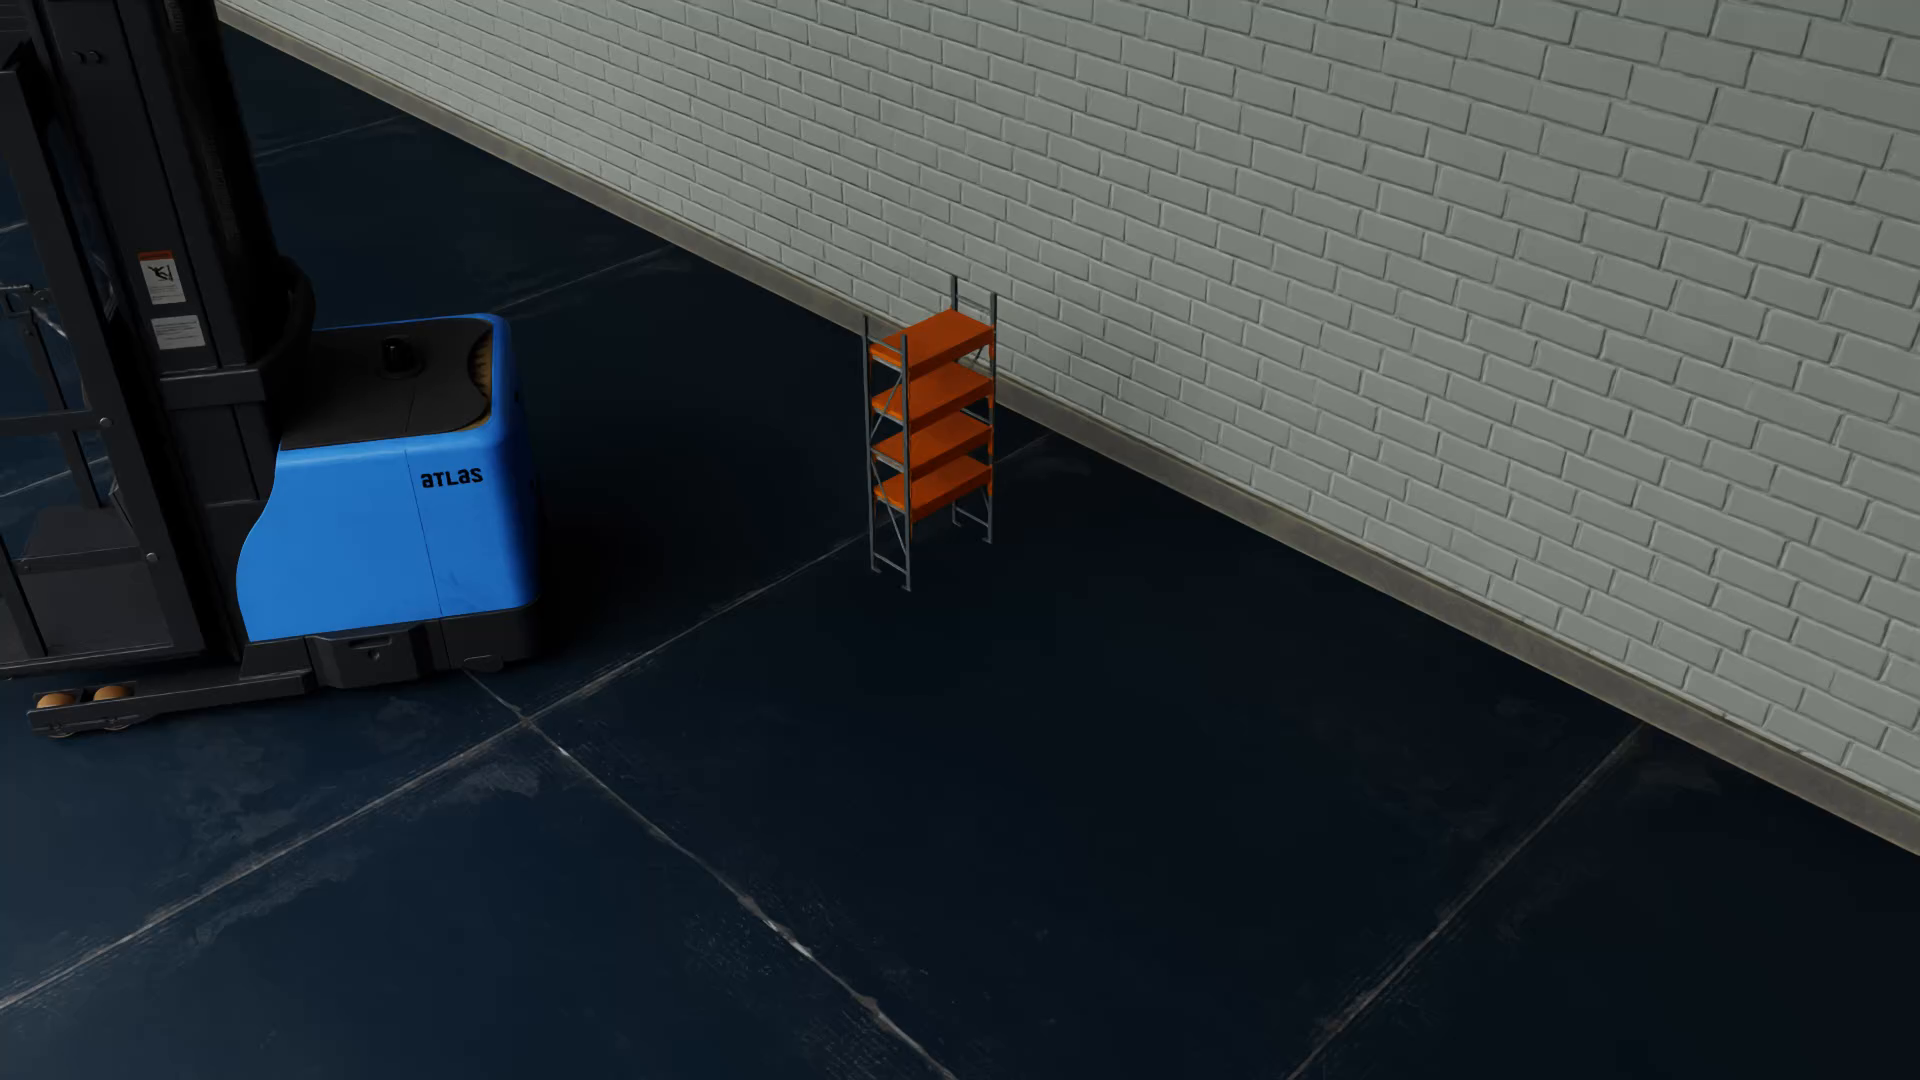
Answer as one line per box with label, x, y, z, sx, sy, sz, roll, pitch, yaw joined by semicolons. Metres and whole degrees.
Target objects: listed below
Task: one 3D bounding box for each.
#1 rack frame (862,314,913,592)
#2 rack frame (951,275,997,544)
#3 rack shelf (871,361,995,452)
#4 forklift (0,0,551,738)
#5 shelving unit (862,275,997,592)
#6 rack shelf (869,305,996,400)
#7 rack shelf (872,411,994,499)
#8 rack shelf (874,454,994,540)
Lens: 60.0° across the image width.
rack frame;-0.289;-0.326;6.668;0.240;1.200;0.015;30;45;35
rack frame;0.055;-0.524;6.952;0.240;1.200;0.015;30;45;35
rack shelf;-0.117;-0.553;6.721;0.258;0.148;0.480;30;45;35
forklift;-3.185;-0.798;5.832;3.031;2.935;1.130;-7;36;-10
shelving unit;-0.117;-0.425;6.810;0.258;1.200;0.503;30;45;35
rack shelf;-0.117;-0.747;6.586;0.258;0.148;0.480;30;45;35
rack shelf;-0.117;-0.370;6.849;0.258;0.148;0.480;30;45;35
rack shelf;-0.117;-0.207;6.963;0.258;0.148;0.480;30;45;35
